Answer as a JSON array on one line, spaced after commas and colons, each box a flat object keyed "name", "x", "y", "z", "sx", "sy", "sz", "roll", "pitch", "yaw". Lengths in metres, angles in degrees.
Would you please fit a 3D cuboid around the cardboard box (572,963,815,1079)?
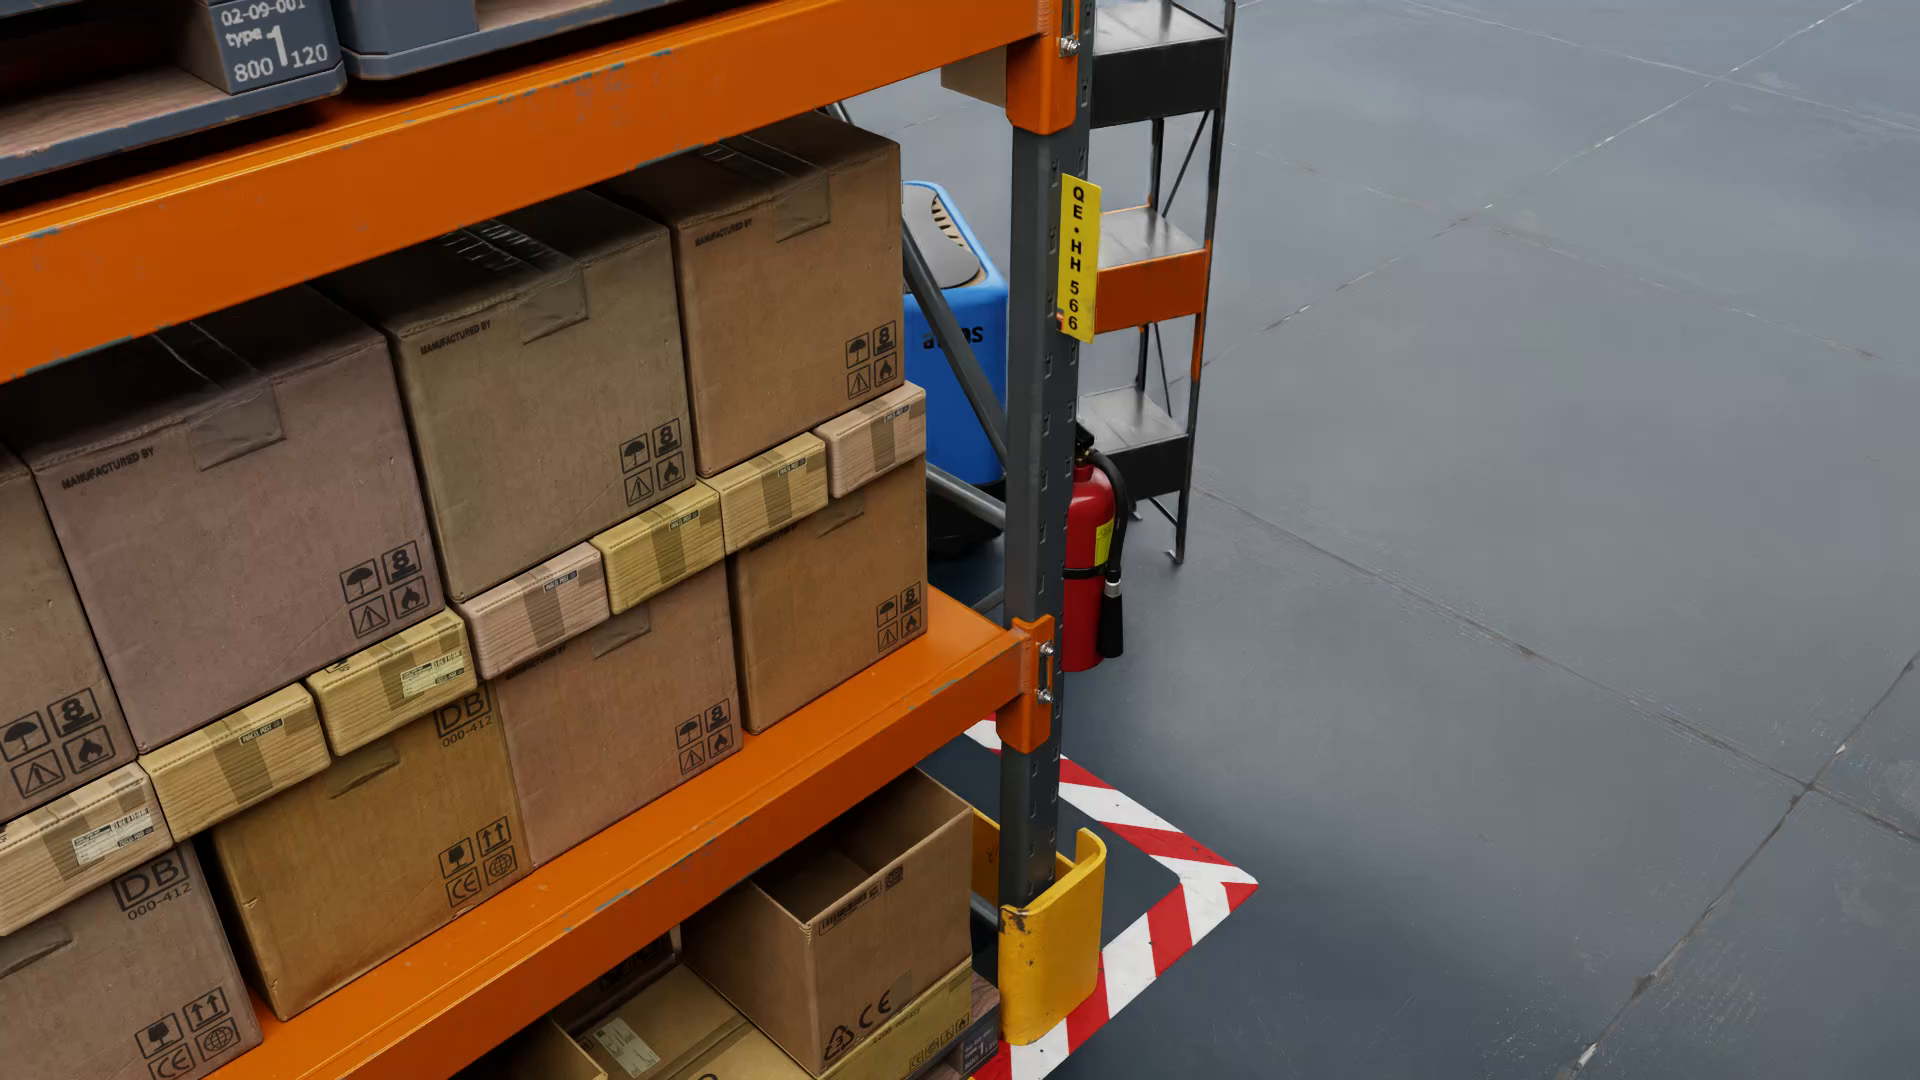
[{"name": "cardboard box", "x": -0.664, "y": 1.314, "z": 3.780, "sx": 0.500, "sy": 0.250, "sz": 0.500, "roll": 30, "pitch": 45, "yaw": 35}]

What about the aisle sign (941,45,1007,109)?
[{"name": "aisle sign", "x": 0.102, "y": -1.161, "z": 3.019, "sx": 0.394, "sy": 0.787, "sz": 0.004, "roll": 30, "pitch": 45, "yaw": 35}]

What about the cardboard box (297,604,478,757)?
[{"name": "cardboard box", "x": -1.013, "y": 0.157, "z": 2.748, "sx": 0.250, "sy": 0.149, "sz": 0.380, "roll": -28, "pitch": 44, "yaw": -34}]

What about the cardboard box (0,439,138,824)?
[{"name": "cardboard box", "x": -1.602, "y": 0.071, "z": 2.305, "sx": 0.700, "sy": 0.500, "sz": 0.500, "roll": 30, "pitch": 45, "yaw": 35}]

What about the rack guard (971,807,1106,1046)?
[{"name": "rack guard", "x": -0.136, "y": 0.829, "z": 4.624, "sx": 1.175, "sy": 0.500, "sz": 0.348, "roll": 30, "pitch": 45, "yaw": 35}]

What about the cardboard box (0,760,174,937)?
[{"name": "cardboard box", "x": -1.378, "y": 0.369, "z": 2.444, "sx": 0.380, "sy": 0.149, "sz": 0.250, "roll": 29, "pitch": 44, "yaw": 35}]

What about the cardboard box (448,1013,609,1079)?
[{"name": "cardboard box", "x": -1.013, "y": 1.211, "z": 3.272, "sx": 0.500, "sy": 0.500, "sz": 0.500, "roll": 30, "pitch": 45, "yaw": 35}]

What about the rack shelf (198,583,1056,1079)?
[{"name": "rack shelf", "x": -1.562, "y": 0.921, "z": 2.936, "sx": 1.077, "sy": 0.370, "sz": 4.000, "roll": 30, "pitch": 45, "yaw": 35}]

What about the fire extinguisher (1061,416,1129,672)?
[{"name": "fire extinguisher", "x": 0.260, "y": -0.015, "z": 3.717, "sx": 0.296, "sy": 0.674, "sz": 0.183, "roll": 30, "pitch": 45, "yaw": 35}]

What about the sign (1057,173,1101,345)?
[{"name": "sign", "x": 0.223, "y": -0.534, "z": 3.174, "sx": 0.100, "sy": 0.325, "sz": 0.005, "roll": 30, "pitch": 45, "yaw": 35}]

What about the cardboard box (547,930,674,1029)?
[{"name": "cardboard box", "x": -1.039, "y": 0.794, "z": 3.871, "sx": 0.500, "sy": 0.500, "sz": 0.500, "roll": 30, "pitch": 45, "yaw": 35}]

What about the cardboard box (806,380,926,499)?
[{"name": "cardboard box", "x": -0.286, "y": -0.261, "z": 3.348, "sx": 0.380, "sy": 0.149, "sz": 0.250, "roll": 29, "pitch": 44, "yaw": 35}]

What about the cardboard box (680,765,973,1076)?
[{"name": "cardboard box", "x": -0.319, "y": 0.800, "z": 3.862, "sx": 0.500, "sy": 0.500, "sz": 0.500, "roll": 30, "pitch": 45, "yaw": 35}]

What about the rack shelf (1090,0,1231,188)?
[{"name": "rack shelf", "x": 0.511, "y": -1.382, "z": 5.196, "sx": 0.480, "sy": 0.518, "sz": 0.431, "roll": -14, "pitch": 37, "yaw": -19}]

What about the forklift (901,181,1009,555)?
[{"name": "forklift", "x": -1.104, "y": -1.200, "z": 5.409, "sx": 3.569, "sy": 2.935, "sz": 1.366, "roll": -9, "pitch": 36, "yaw": -12}]

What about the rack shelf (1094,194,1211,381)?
[{"name": "rack shelf", "x": 0.511, "y": -0.808, "z": 5.596, "sx": 0.480, "sy": 0.518, "sz": 0.431, "roll": -14, "pitch": 37, "yaw": -19}]

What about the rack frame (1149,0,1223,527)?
[{"name": "rack frame", "x": 0.734, "y": -0.875, "z": 5.669, "sx": 0.006, "sy": 1.831, "sz": 0.380, "roll": -14, "pitch": 37, "yaw": -19}]

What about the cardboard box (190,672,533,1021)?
[{"name": "cardboard box", "x": -1.211, "y": 0.372, "z": 3.008, "sx": 0.500, "sy": 0.500, "sz": 0.700, "roll": -30, "pitch": 45, "yaw": -35}]

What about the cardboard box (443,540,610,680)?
[{"name": "cardboard box", "x": -0.829, "y": 0.051, "z": 2.901, "sx": 0.250, "sy": 0.149, "sz": 0.380, "roll": -29, "pitch": 44, "yaw": -35}]

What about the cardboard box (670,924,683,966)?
[{"name": "cardboard box", "x": -0.688, "y": 0.898, "z": 4.377, "sx": 0.500, "sy": 0.250, "sz": 0.500, "roll": 30, "pitch": 45, "yaw": 35}]

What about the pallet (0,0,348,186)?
[{"name": "pallet", "x": -1.529, "y": -0.606, "z": 1.952, "sx": 1.003, "sy": 0.211, "sz": 1.213, "roll": 30, "pitch": 45, "yaw": 35}]

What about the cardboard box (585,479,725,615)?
[{"name": "cardboard box", "x": -0.650, "y": -0.051, "z": 3.046, "sx": 0.380, "sy": 0.149, "sz": 0.250, "roll": 29, "pitch": 44, "yaw": 35}]

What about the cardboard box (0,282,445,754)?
[{"name": "cardboard box", "x": -1.249, "y": -0.133, "z": 2.597, "sx": 0.500, "sy": 0.500, "sz": 0.700, "roll": -30, "pitch": 45, "yaw": -35}]

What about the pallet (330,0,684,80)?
[{"name": "pallet", "x": -0.669, "y": -1.104, "z": 2.665, "sx": 1.003, "sy": 0.211, "sz": 1.213, "roll": 30, "pitch": 45, "yaw": 35}]

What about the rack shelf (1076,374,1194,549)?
[{"name": "rack shelf", "x": 0.511, "y": -0.233, "z": 5.997, "sx": 0.480, "sy": 0.518, "sz": 0.431, "roll": -14, "pitch": 37, "yaw": -19}]

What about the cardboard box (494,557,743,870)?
[{"name": "cardboard box", "x": -2.347, "y": 1.459, "z": 2.183, "sx": 4.930, "sy": 1.340, "sz": 1.023, "roll": -29, "pitch": 44, "yaw": -35}]

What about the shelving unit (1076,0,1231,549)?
[{"name": "shelving unit", "x": 0.509, "y": -0.818, "z": 5.588, "sx": 0.499, "sy": 2.100, "sz": 0.431, "roll": -14, "pitch": 37, "yaw": -19}]

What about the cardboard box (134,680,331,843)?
[{"name": "cardboard box", "x": -1.198, "y": 0.265, "z": 2.593, "sx": 0.250, "sy": 0.149, "sz": 0.380, "roll": -29, "pitch": 44, "yaw": -34}]

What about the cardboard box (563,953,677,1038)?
[{"name": "cardboard box", "x": -1.038, "y": 1.102, "z": 4.084, "sx": 0.500, "sy": 0.250, "sz": 0.500, "roll": 30, "pitch": 45, "yaw": 35}]

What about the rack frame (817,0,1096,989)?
[{"name": "rack frame", "x": -0.152, "y": -0.186, "z": 3.895, "sx": 1.000, "sy": 3.000, "sz": 0.127, "roll": 30, "pitch": 45, "yaw": 35}]

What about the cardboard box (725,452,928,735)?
[{"name": "cardboard box", "x": -0.490, "y": -0.043, "z": 3.602, "sx": 0.700, "sy": 0.500, "sz": 0.500, "roll": 30, "pitch": 45, "yaw": 35}]
